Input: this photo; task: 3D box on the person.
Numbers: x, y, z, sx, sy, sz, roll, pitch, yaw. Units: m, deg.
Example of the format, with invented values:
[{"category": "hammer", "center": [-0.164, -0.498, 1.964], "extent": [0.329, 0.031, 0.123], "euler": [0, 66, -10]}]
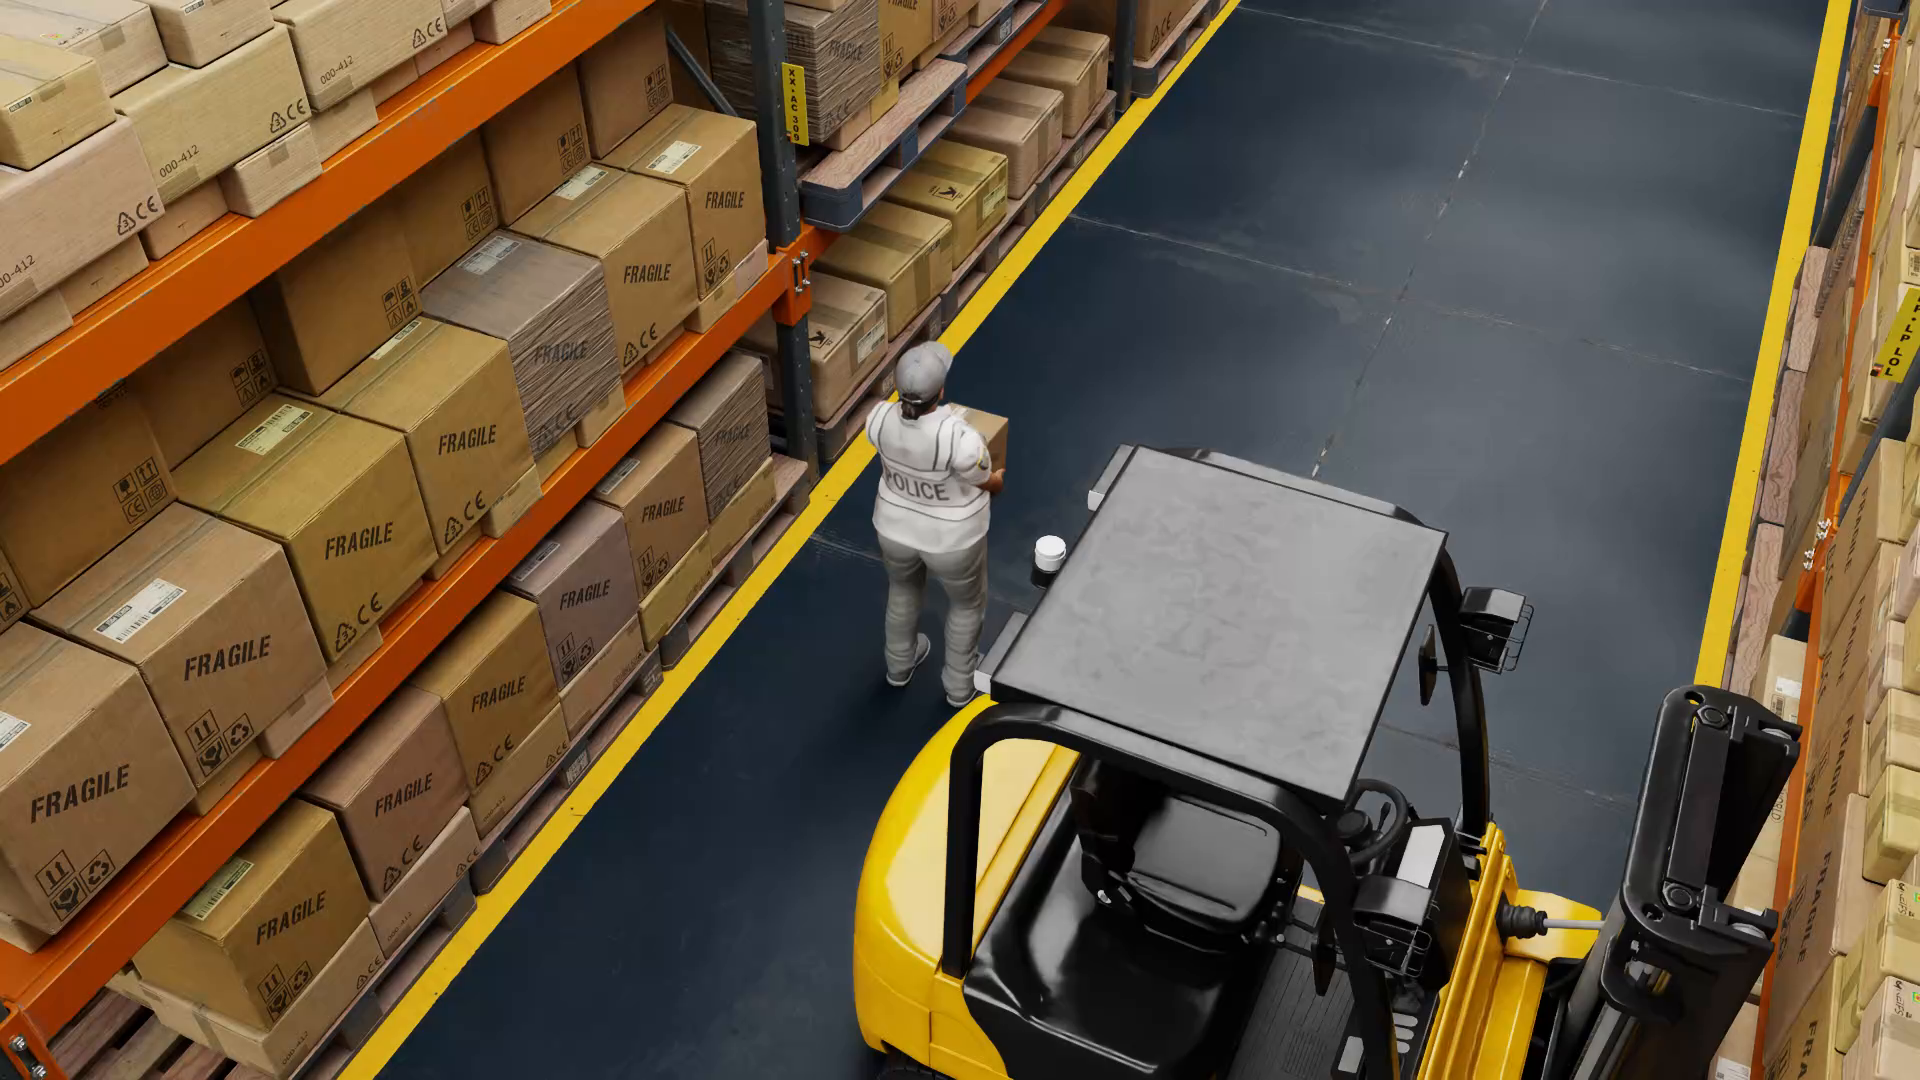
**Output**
[{"category": "person", "center": [-0.072, -0.093, 6.269], "extent": [0.455, 1.657, 0.542], "euler": [18, 45, 18]}]
